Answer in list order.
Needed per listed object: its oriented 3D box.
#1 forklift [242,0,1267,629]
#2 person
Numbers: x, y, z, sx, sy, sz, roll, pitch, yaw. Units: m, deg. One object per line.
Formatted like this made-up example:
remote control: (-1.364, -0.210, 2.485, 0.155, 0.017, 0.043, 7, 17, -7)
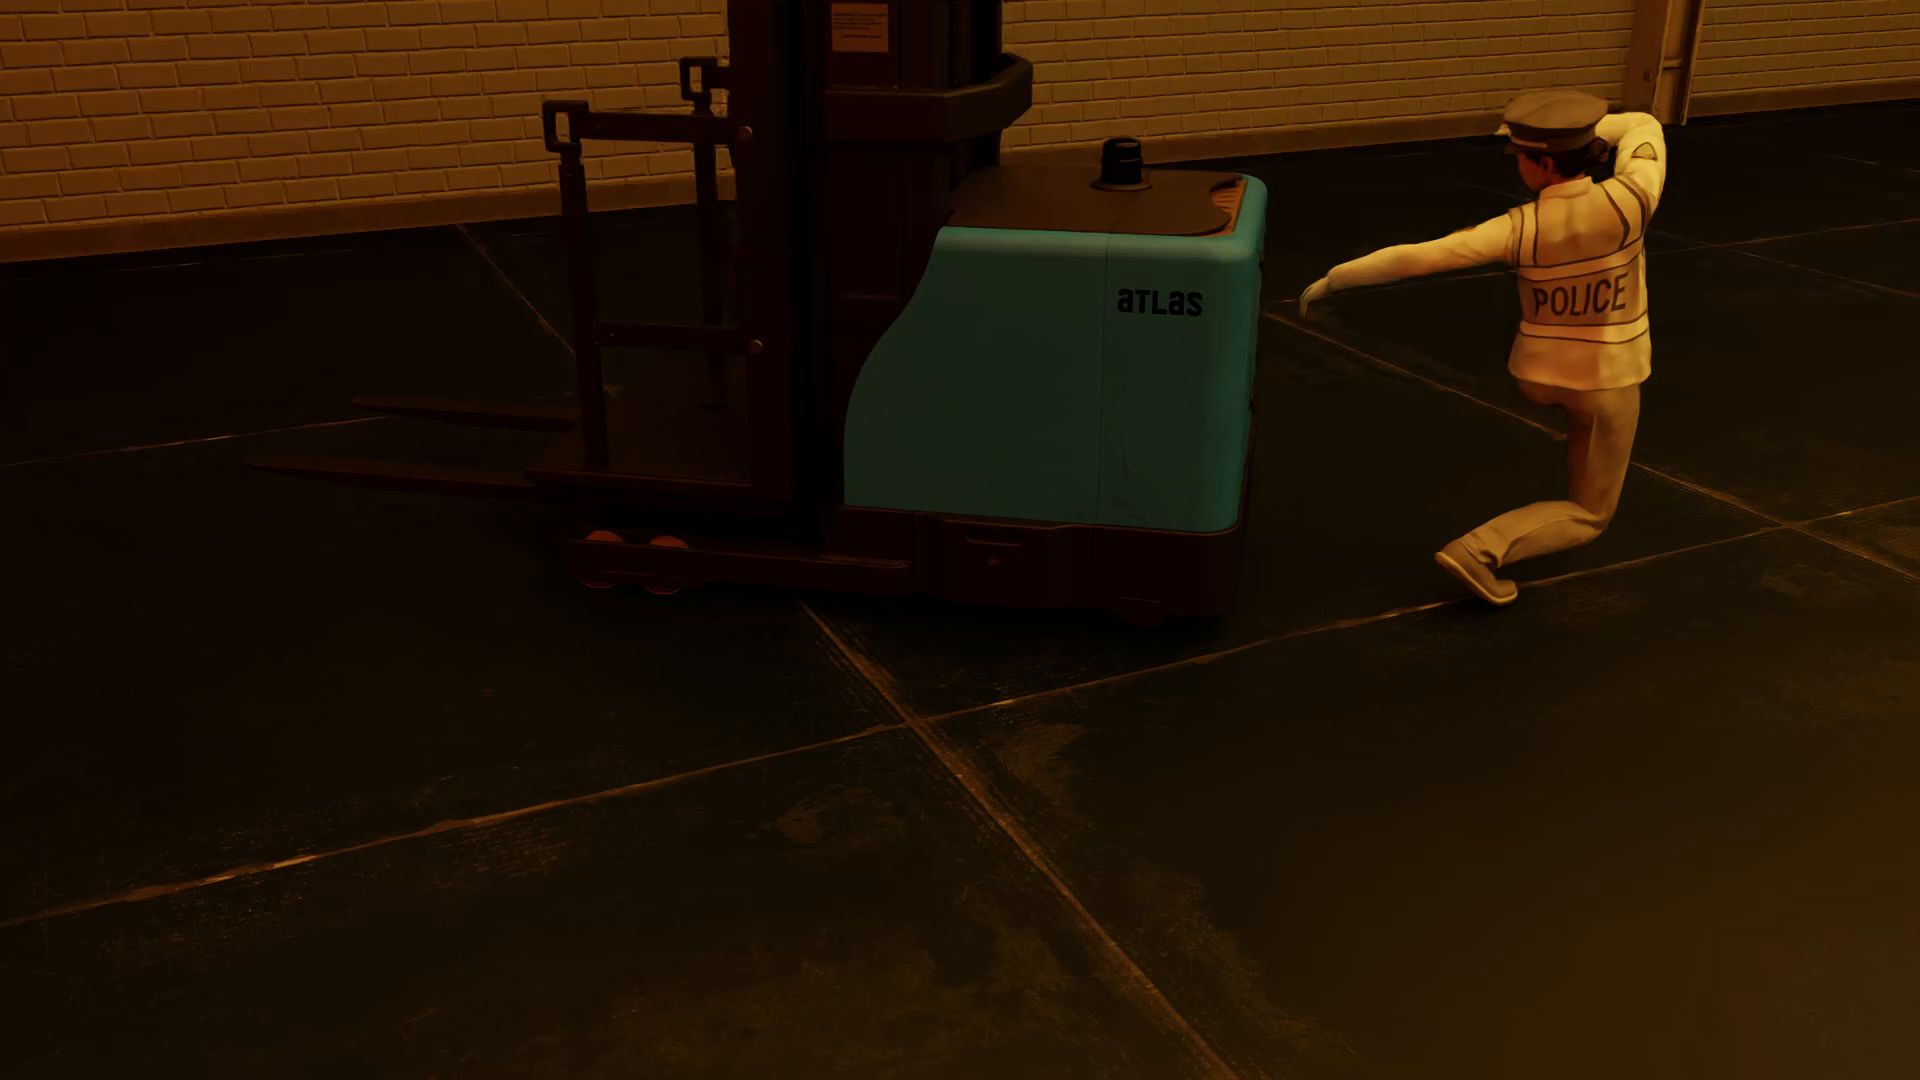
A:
forklift: (-0.653, -1.388, 4.628, 3.031, 2.935, 1.130, 5, 23, 11)
person: (1.516, -0.596, 4.739, 0.893, 1.375, 0.925, 17, 28, 36)
